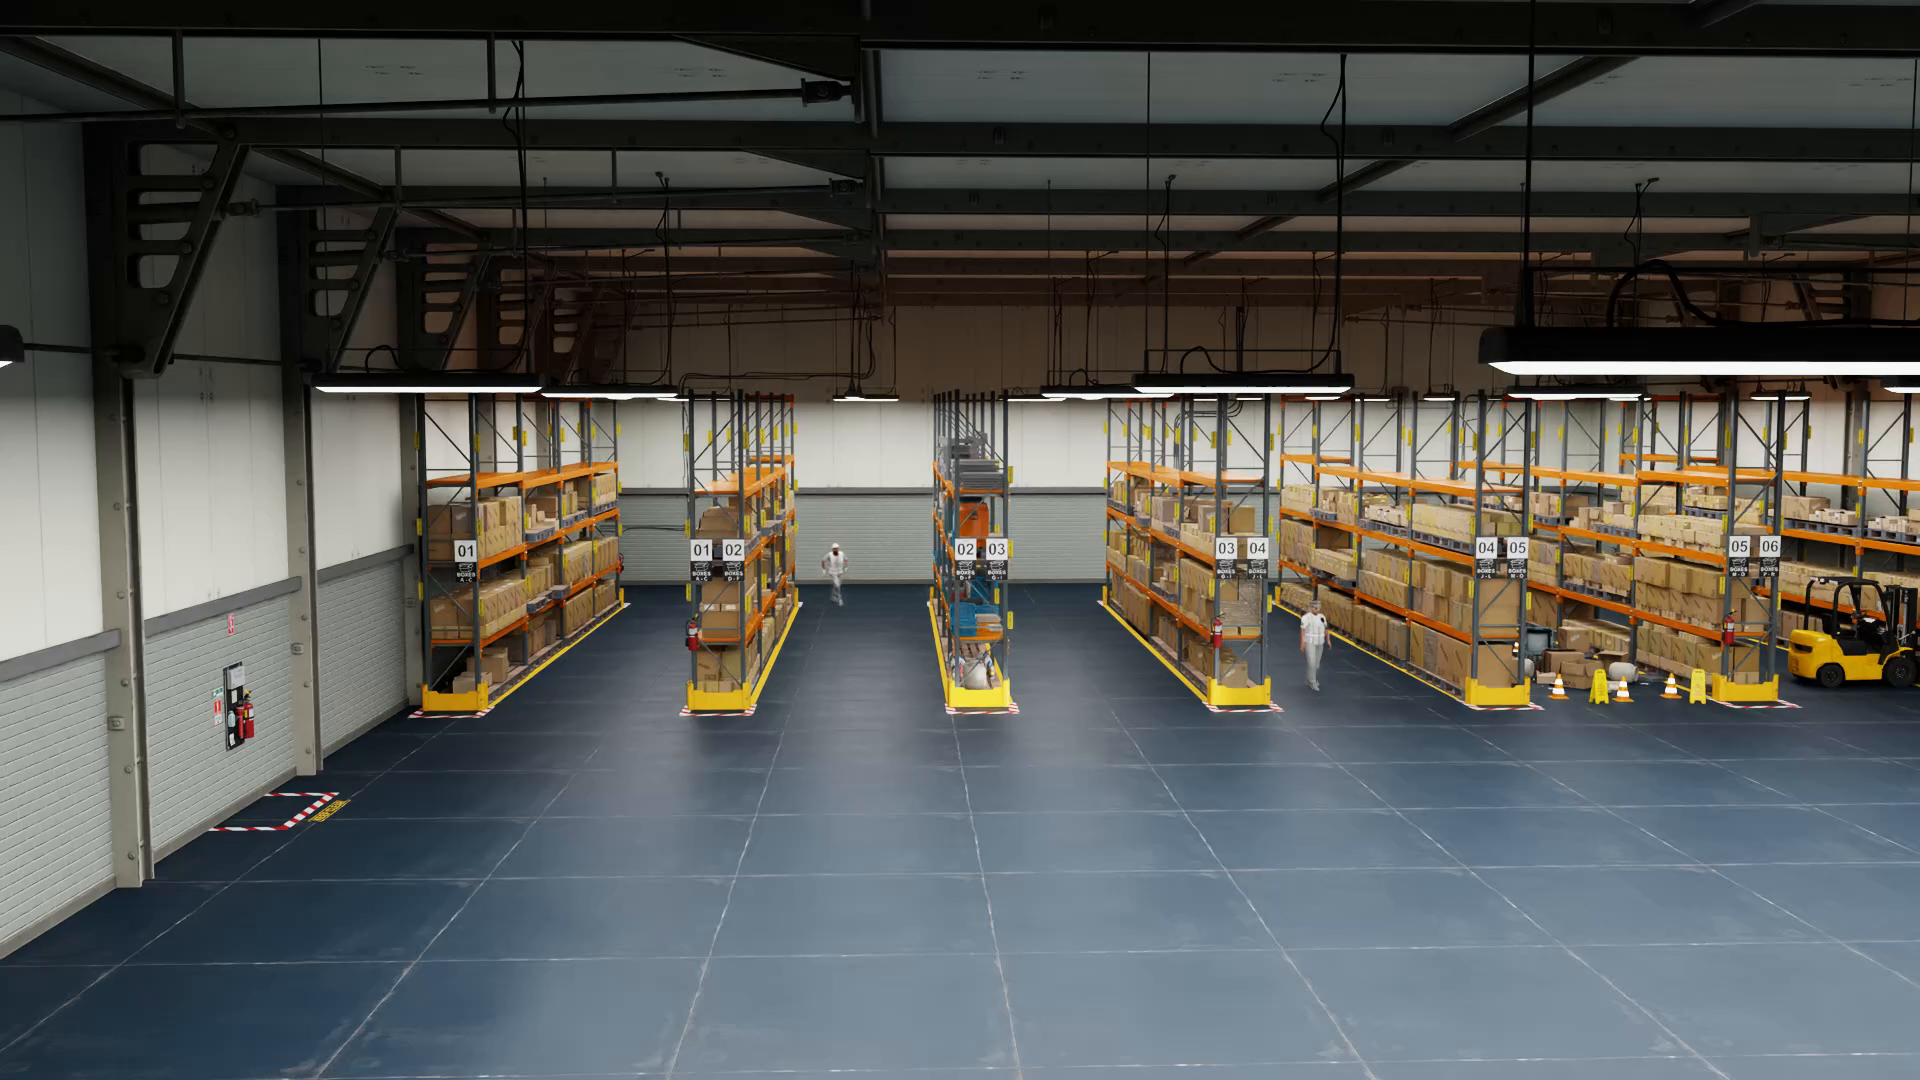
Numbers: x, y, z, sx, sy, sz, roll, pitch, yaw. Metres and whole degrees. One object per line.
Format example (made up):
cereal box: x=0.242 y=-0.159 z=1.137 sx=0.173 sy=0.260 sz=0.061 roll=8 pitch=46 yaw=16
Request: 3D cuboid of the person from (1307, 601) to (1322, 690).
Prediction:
person: x=7.173 y=2.114 z=33.644 sx=0.333 sy=1.782 sz=0.637 roll=-2 pitch=5 yaw=-20

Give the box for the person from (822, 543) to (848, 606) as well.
person: x=-3.579 y=0.979 z=47.644 sx=0.755 sy=1.803 sz=0.788 roll=-3 pitch=6 yaw=-33
